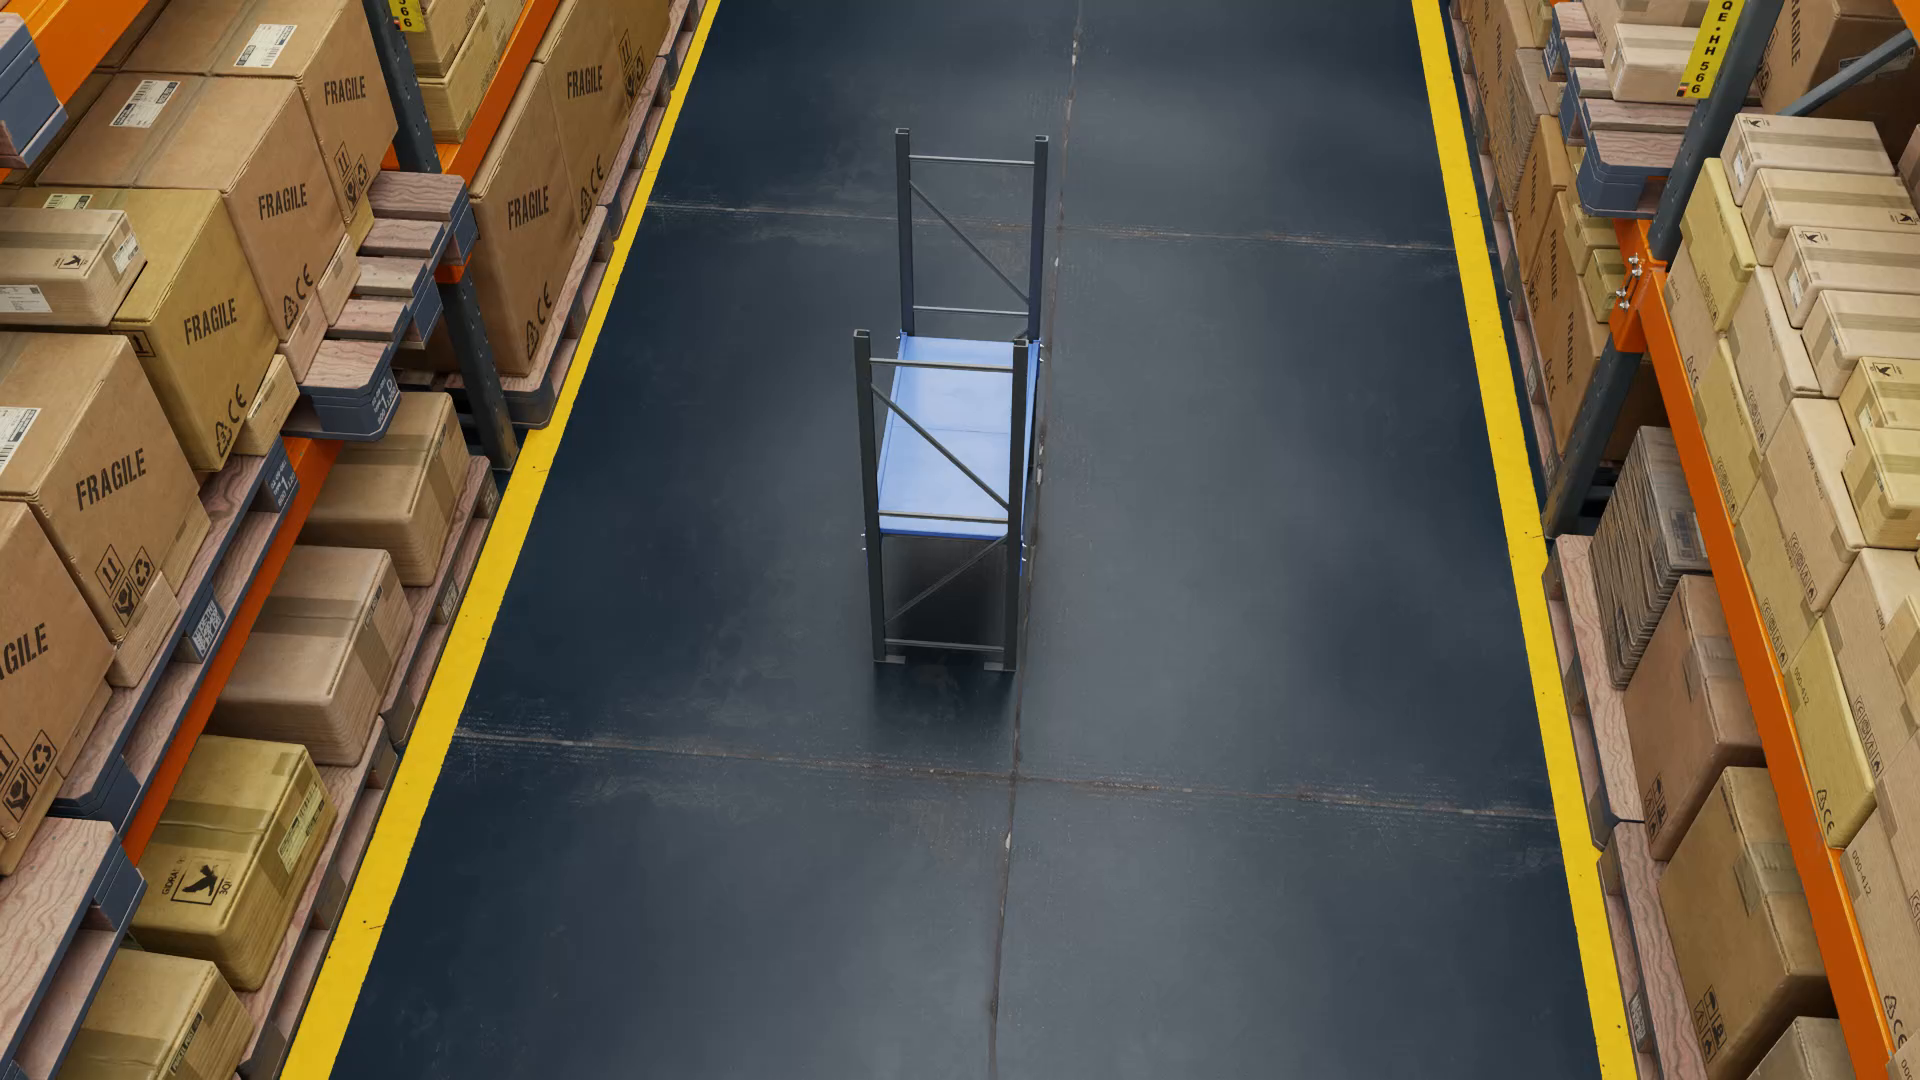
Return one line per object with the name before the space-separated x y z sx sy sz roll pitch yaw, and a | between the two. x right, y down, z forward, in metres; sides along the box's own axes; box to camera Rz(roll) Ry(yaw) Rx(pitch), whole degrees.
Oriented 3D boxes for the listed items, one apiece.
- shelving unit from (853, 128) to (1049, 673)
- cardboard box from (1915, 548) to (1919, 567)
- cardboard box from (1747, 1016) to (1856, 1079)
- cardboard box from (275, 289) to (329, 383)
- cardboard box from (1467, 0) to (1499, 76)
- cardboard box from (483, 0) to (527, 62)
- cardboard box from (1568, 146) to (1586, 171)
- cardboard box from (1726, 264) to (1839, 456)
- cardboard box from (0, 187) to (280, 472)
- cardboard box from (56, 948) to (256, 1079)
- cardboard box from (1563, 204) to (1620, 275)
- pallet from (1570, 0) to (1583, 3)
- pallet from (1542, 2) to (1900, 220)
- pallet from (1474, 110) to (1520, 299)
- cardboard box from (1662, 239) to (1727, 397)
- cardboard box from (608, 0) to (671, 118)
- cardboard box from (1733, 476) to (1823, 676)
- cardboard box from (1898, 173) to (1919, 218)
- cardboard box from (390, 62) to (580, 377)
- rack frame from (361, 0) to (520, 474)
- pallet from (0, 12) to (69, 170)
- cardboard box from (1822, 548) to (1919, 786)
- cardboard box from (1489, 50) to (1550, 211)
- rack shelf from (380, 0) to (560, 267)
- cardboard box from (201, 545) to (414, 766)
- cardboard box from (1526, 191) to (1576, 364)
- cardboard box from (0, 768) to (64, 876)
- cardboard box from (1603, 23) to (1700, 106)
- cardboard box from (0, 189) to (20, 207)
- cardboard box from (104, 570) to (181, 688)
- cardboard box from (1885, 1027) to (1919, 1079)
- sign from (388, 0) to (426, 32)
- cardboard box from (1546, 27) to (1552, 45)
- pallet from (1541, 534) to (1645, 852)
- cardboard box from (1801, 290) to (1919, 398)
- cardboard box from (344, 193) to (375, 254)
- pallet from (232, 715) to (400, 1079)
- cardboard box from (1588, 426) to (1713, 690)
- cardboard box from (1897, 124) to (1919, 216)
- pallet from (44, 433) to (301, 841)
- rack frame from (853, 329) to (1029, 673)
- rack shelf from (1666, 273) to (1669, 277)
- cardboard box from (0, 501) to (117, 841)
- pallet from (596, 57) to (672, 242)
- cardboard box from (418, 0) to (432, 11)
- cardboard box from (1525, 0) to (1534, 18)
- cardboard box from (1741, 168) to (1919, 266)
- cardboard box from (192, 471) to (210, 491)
shelving unit | -0.008 -0.443 5.639 0.538 1.500 1.048 4 48 4
cardboard box | 2.344 0.088 3.629 0.380 0.149 0.250 4 48 4
cardboard box | 2.451 1.625 4.056 0.875 0.625 0.625 3 48 3
cardboard box | -2.000 -0.577 4.631 0.380 0.149 0.250 2 48 2
cardboard box | 2.758 -2.526 7.937 0.500 0.500 0.500 3 48 3
cardboard box | -1.918 -2.022 6.168 0.500 0.250 0.500 3 48 2
cardboard box | 2.625 -1.502 6.560 0.380 0.149 0.250 5 48 5
cardboard box | 2.370 -0.461 4.402 0.500 0.250 0.500 5 48 5
cardboard box | -2.088 -0.523 4.142 0.500 0.500 0.500 1 48 1
cardboard box | -2.500 1.419 4.416 0.950 0.372 0.625 7 48 6
cardboard box | 2.487 -1.120 6.212 0.380 0.149 0.250 2 48 2
pallet | 2.873 -2.385 6.529 1.003 0.211 1.213 4 48 4
pallet | 2.692 -1.459 5.681 1.213 0.211 1.003 4 48 4
pallet | 2.920 -1.519 7.497 1.003 0.211 1.213 4 48 4
cardboard box | 2.417 -0.660 4.923 0.500 0.250 0.500 4 48 4
cardboard box | -1.930 -2.590 7.742 0.875 0.875 0.875 5 48 5
cardboard box | 2.326 0.088 4.238 0.500 0.250 0.500 2 48 2
cardboard box | 2.936 -0.790 4.703 0.500 0.250 0.500 5 48 4
cardboard box | -2.097 -1.278 6.542 0.875 0.875 0.875 3 48 3
rack frame | -2.243 -1.352 5.453 1.000 3.000 0.127 4 48 4
pallet | -2.354 -0.570 2.833 1.213 0.211 1.003 4 48 4
cardboard box | 2.283 0.299 3.706 0.500 0.250 0.500 4 48 4
cardboard box | 2.655 -1.779 7.253 0.500 0.500 0.500 2 48 2
rack shelf | -2.061 -2.578 7.063 1.077 0.370 4.000 4 48 4
cardboard box | -2.364 0.351 5.393 0.950 0.372 0.625 3 48 3
cardboard box | 2.581 -1.011 6.551 0.500 0.500 0.500 3 48 3
cardboard box | -2.196 0.563 3.588 0.380 0.149 0.250 5 48 4
cardboard box | 2.378 -1.586 5.553 0.380 0.149 0.250 5 48 4
cardboard box | -2.597 -0.538 4.156 0.500 0.500 0.500 5 48 4
cardboard box | -2.096 0.190 3.929 0.380 0.149 0.250 6 48 5
cardboard box | 2.162 1.212 3.211 0.500 0.250 0.500 4 48 3
sign | -1.702 -1.686 5.028 0.100 0.325 0.005 4 48 4
cardboard box | 2.715 -2.067 7.078 0.380 0.149 0.250 4 48 4
pallet | 2.587 0.523 5.629 1.003 0.211 1.213 4 48 4
cardboard box | 2.346 -0.479 4.148 0.380 0.149 0.250 4 48 4
cardboard box | -1.991 -0.950 4.972 0.380 0.149 0.250 5 48 4
pallet | -2.429 1.058 5.140 1.003 0.211 1.213 4 48 4
cardboard box | 2.630 0.097 5.454 0.875 0.625 0.625 5 48 5
cardboard box | 2.872 -1.021 4.643 0.380 0.149 0.250 5 48 5
pallet | -2.382 0.171 4.191 1.003 0.211 1.213 4 48 4
rack frame | -0.054 -0.070 5.298 0.500 1.500 0.032 4 48 4
rack shelf | 2.518 0.626 4.000 0.919 0.124 3.809 4 48 4
cardboard box | -2.175 0.256 3.429 0.500 0.500 0.500 4 48 3
pallet | -1.982 -1.879 7.825 1.003 0.211 1.213 4 48 4
cardboard box | -1.954 -2.069 5.364 0.500 0.500 0.500 2 48 2
cardboard box | 2.736 -2.450 7.427 0.380 0.149 0.250 4 48 3
cardboard box | 2.355 -0.863 4.499 0.380 0.149 0.250 5 48 4
cardboard box | -2.160 -0.198 4.284 0.380 0.149 0.250 4 48 4
